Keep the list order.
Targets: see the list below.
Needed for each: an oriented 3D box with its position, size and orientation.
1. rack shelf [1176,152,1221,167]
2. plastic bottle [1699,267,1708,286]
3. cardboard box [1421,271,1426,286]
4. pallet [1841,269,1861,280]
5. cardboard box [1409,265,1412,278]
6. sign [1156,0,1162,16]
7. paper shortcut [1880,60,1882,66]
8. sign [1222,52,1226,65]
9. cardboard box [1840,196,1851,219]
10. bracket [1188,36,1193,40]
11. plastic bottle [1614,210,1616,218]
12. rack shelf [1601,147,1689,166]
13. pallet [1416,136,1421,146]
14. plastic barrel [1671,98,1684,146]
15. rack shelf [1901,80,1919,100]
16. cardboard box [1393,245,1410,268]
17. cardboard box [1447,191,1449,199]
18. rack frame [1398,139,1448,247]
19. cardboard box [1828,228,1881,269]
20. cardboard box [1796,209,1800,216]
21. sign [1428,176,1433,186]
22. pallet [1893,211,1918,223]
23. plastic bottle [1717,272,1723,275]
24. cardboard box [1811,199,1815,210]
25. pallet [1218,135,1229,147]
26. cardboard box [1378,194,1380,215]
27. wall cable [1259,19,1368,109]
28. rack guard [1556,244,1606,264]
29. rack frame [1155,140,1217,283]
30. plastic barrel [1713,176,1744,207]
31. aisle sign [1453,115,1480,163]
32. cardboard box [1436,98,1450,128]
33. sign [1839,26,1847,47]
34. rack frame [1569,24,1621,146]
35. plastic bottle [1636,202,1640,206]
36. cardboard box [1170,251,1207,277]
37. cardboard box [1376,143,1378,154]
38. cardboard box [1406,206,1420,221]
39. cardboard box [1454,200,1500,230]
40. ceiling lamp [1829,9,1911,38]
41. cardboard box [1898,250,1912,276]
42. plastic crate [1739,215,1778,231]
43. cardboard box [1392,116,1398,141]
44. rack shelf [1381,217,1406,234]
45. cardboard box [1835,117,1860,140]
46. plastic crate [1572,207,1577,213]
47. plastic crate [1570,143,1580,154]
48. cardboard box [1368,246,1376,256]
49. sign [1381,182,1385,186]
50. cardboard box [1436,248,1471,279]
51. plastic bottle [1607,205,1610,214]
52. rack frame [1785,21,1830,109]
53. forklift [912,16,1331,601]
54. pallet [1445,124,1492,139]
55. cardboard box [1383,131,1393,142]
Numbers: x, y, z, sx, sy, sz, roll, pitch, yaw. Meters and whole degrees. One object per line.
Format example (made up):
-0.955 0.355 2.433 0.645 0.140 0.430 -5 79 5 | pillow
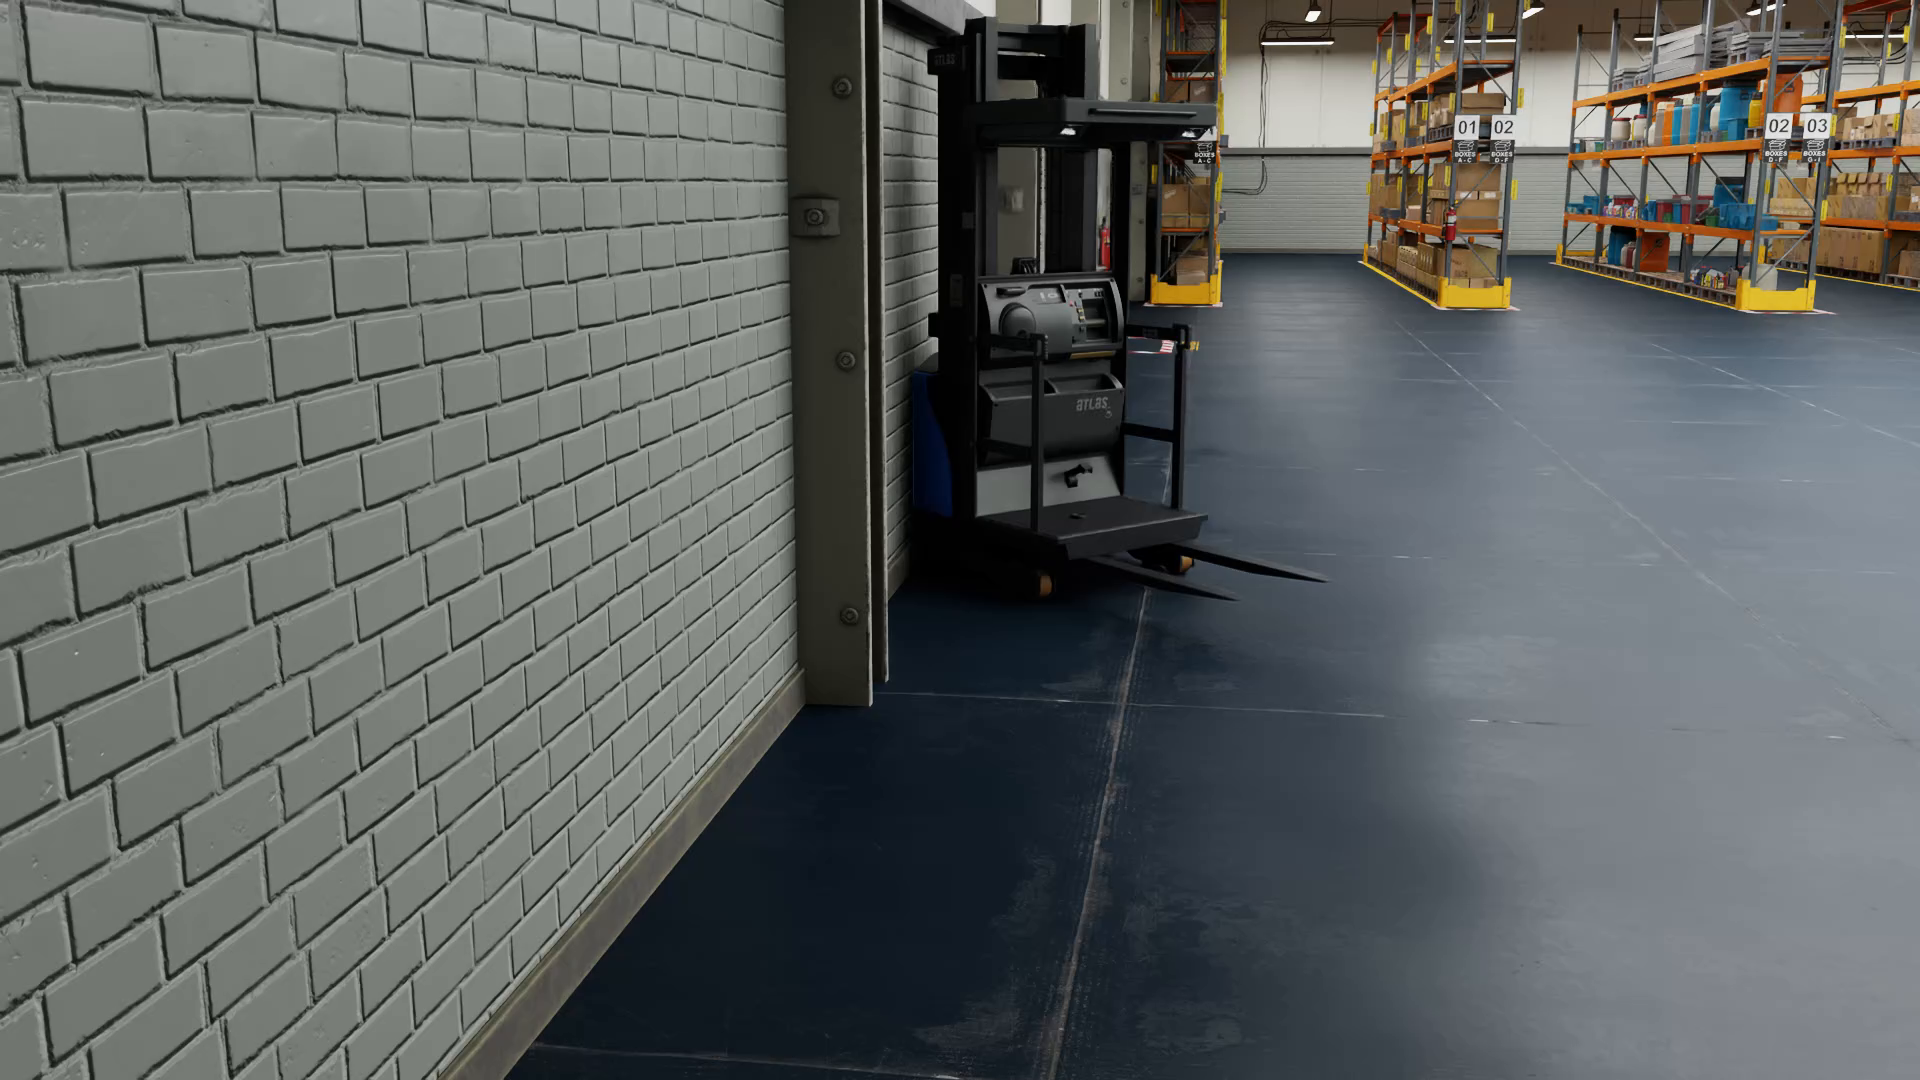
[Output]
5.484 -8.848 38.517 1.077 0.370 4.000 2 12 9 | rack shelf
13.787 -4.890 30.805 0.144 0.351 0.185 1 12 6 | plastic bottle
8.922 -4.891 31.099 0.500 0.250 0.500 2 12 9 | cardboard box
20.246 -5.887 36.810 1.003 0.211 1.213 2 12 9 | pallet
9.314 -5.387 33.398 0.500 0.250 0.500 2 12 8 | cardboard box
3.401 -9.141 28.454 0.100 0.325 0.005 2 12 9 | sign
19.544 -10.128 35.299 0.009 0.170 0.078 12 -17 6 | paper shortcut
6.330 -11.562 39.880 0.100 0.325 0.005 2 12 9 | sign
20.003 -7.420 37.068 0.500 0.500 0.500 2 12 7 | cardboard box
6.747 -14.833 48.916 0.235 0.232 0.430 2 12 9 | bracket
14.946 -7.431 37.828 0.097 0.201 0.097 0 12 0 | plastic bottle
15.273 -8.527 37.027 1.077 0.370 4.000 2 12 9 | rack shelf
9.887 -8.154 34.038 1.003 0.211 1.213 2 12 11 | pallet
14.416 -8.260 32.890 0.600 0.901 0.708 2 12 9 | plastic barrel
19.552 -8.805 32.145 1.077 0.370 4.000 2 12 9 | rack shelf
9.984 -6.353 37.240 0.500 0.500 0.500 2 12 11 | cardboard box
8.831 -6.104 29.418 0.380 0.149 0.250 2 12 9 | cardboard box
10.072 -7.157 36.084 1.000 3.000 0.127 2 12 9 | rack frame
20.260 -6.515 37.150 1.225 0.875 0.875 1 12 7 | cardboard box
20.396 -7.887 40.066 0.380 0.149 0.250 2 12 8 | cardboard box
11.236 -8.539 39.746 0.100 0.325 0.005 2 12 9 | sign
19.856 -6.590 33.907 1.213 0.211 1.003 2 12 9 | pallet
13.872 -4.765 30.404 0.152 0.276 0.135 2 12 9 | plastic bottle
20.284 -7.841 38.905 0.500 0.250 0.500 2 12 8 | cardboard box
4.762 -7.984 33.245 1.213 0.211 1.003 2 12 9 | pallet
10.588 -8.258 40.957 0.500 0.500 0.500 2 12 10 | cardboard box
10.303 -13.944 48.718 3.097 2.526 0.112 2 12 9 | wall cable
16.187 -7.445 43.351 1.175 0.500 0.348 2 12 9 | rack guard
3.946 -5.652 29.098 1.000 3.000 0.127 2 12 9 | rack frame
14.709 -6.479 31.747 0.600 0.901 0.708 2 12 9 | plastic barrel
8.541 -6.759 28.063 0.394 0.787 0.004 2 12 9 | aisle sign
9.079 -7.776 30.263 0.797 0.503 0.637 3 13 15 | cardboard box
14.278 -8.142 26.911 0.100 0.325 0.005 2 12 9 | sign
16.196 -11.594 42.431 1.000 3.000 0.127 2 12 9 | rack frame
15.621 -7.607 38.289 0.144 0.351 0.185 2 12 9 | plastic bottle
4.658 -5.631 33.892 0.700 0.500 0.500 2 12 11 | cardboard box
10.807 -9.909 42.089 0.500 0.250 0.500 2 12 9 | cardboard box
9.743 -6.934 35.258 0.500 0.311 0.500 2 12 8 | cardboard box
8.926 -5.638 28.795 0.700 0.500 0.500 2 12 9 | cardboard box
24.008 -14.763 43.283 2.000 3.185 0.800 2 12 9 | ceiling lamp
19.777 -5.688 34.158 0.700 0.500 0.500 1 12 6 | cardboard box
13.517 -5.372 28.152 0.499 0.251 0.616 2 12 9 | plastic crate
10.537 -9.657 39.091 0.600 0.600 0.600 1 12 3 | cardboard box
10.380 -7.222 38.092 1.077 0.370 4.000 2 12 9 | rack shelf
20.536 -9.602 38.838 0.700 0.500 0.500 1 12 5 | cardboard box
15.597 -8.316 41.943 0.250 0.136 0.298 2 12 9 | plastic crate
15.862 -9.993 42.431 0.497 0.269 0.590 2 12 9 | plastic crate
10.862 -7.485 43.089 0.500 0.250 0.500 2 12 9 | cardboard box
10.150 -8.429 39.931 0.100 0.325 0.005 2 12 9 | sign
8.630 -4.841 29.086 0.500 0.500 0.500 2 12 9 | cardboard box
15.068 -7.631 38.586 0.097 0.271 0.097 0 12 0 | plastic bottle
21.090 -11.433 41.686 1.000 3.000 0.127 2 12 9 | rack frame
0.630 -1.238 8.780 1.130 2.935 3.031 -9 15 -36 | forklift
8.976 -7.061 28.729 1.003 0.211 1.213 2 12 9 | pallet
10.494 -9.737 40.105 0.500 0.250 0.500 2 12 9 | cardboard box
